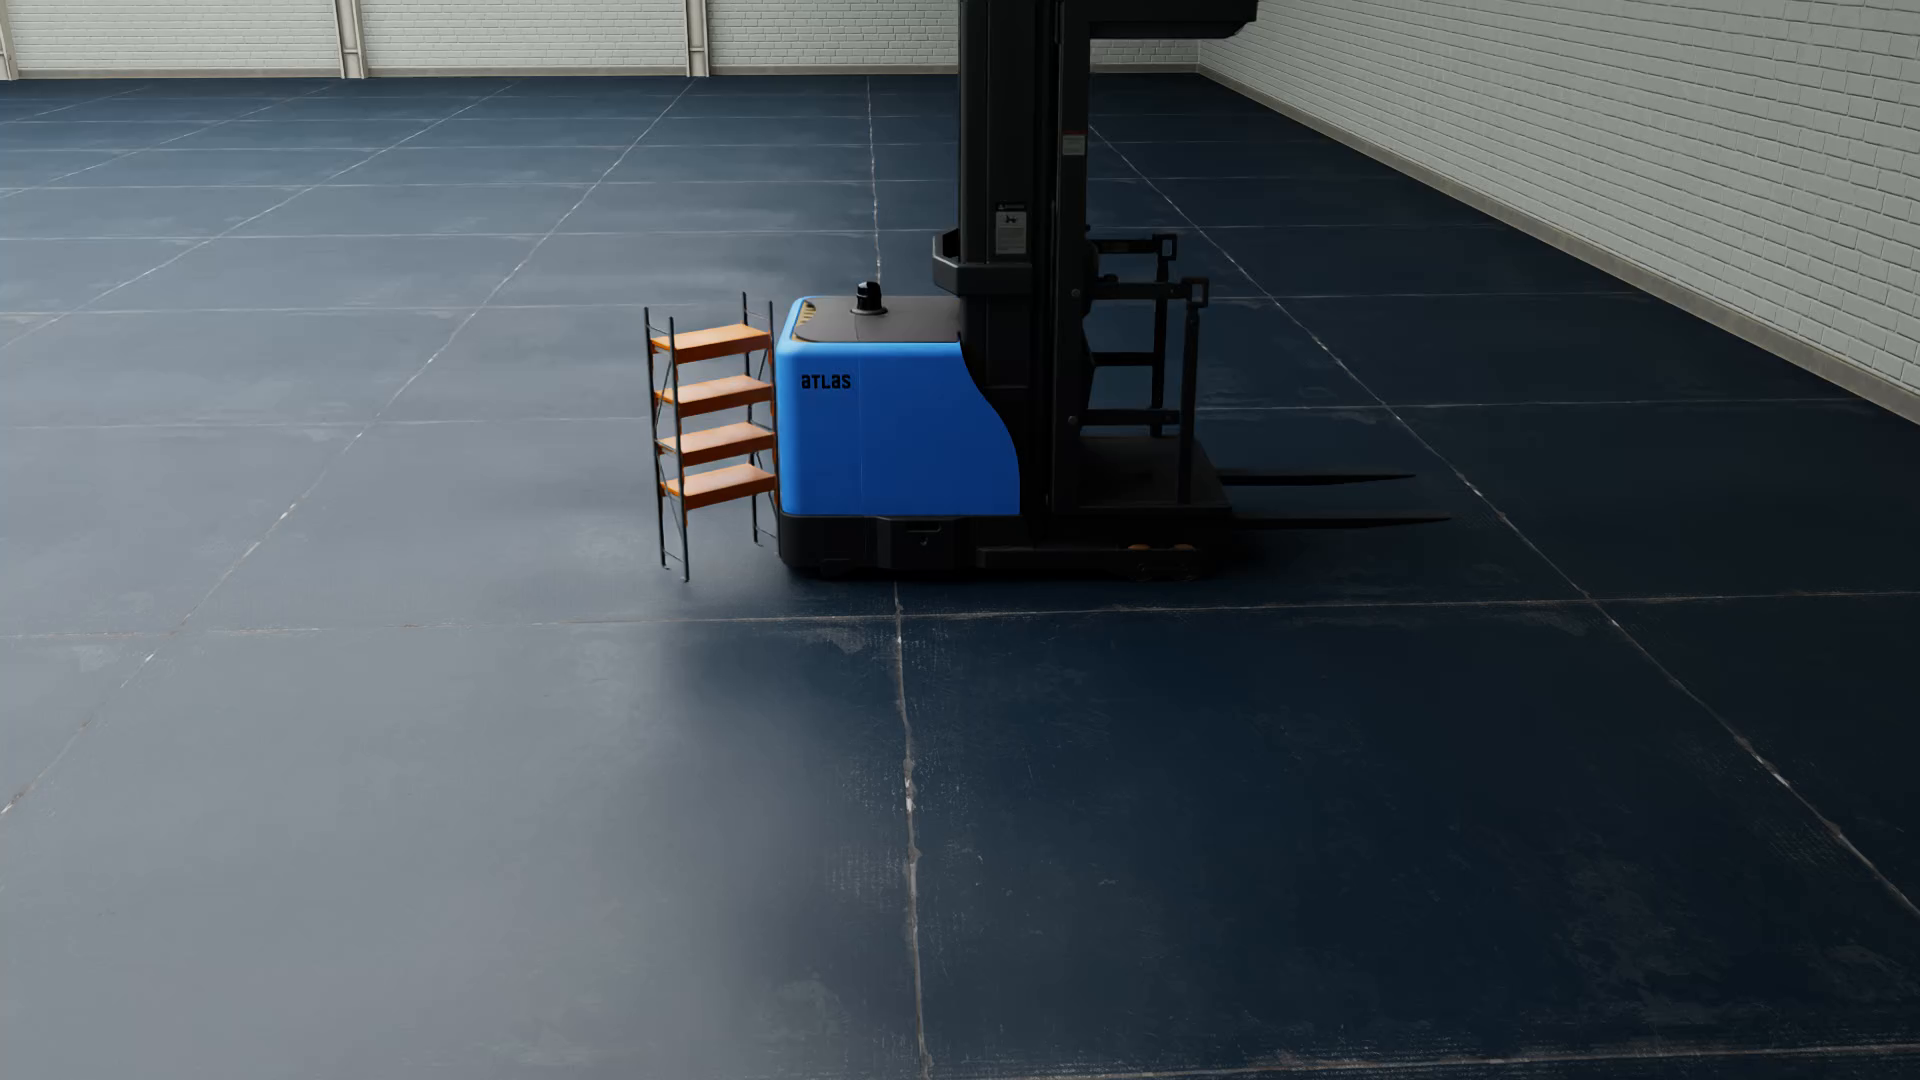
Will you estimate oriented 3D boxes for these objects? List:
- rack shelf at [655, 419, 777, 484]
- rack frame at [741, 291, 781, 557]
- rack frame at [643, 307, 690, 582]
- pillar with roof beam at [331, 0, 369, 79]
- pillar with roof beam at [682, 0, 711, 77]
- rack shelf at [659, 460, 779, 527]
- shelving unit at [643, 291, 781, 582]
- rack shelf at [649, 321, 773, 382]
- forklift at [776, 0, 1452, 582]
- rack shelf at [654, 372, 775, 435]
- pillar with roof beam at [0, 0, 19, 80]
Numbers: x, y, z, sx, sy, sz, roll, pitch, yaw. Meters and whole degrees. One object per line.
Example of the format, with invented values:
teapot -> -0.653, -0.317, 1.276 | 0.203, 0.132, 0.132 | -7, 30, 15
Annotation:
rack shelf -> -1.092, -0.399, 7.441 | 0.480, 0.148, 0.258 | -16, 26, -35
rack frame -> -0.899, -0.515, 7.557 | 0.015, 1.200, 0.240 | -16, 26, -35
rack frame -> -1.284, -0.409, 7.276 | 0.015, 1.200, 0.240 | -16, 26, -35
pillar with roof beam -> -10.391, -10.810, 23.636 | 0.400, 9.000, 9.100 | -1, 21, -3
pillar with roof beam -> -4.401, -10.932, 23.956 | 0.400, 9.000, 9.100 | -1, 21, -3
rack shelf -> -1.092, -0.214, 7.511 | 0.480, 0.148, 0.258 | -16, 26, -35
shelving unit -> -1.092, -0.462, 7.417 | 0.503, 1.200, 0.258 | -16, 26, -35
rack shelf -> -1.092, -0.829, 7.277 | 0.480, 0.148, 0.258 | -16, 26, -35
forklift -> 0.709, -1.373, 7.375 | 3.031, 2.935, 1.130 | 0, 21, -1
rack shelf -> -1.092, -0.608, 7.361 | 0.480, 0.148, 0.258 | -16, 26, -35
pillar with roof beam -> -16.381, -10.689, 23.316 | 0.400, 9.000, 9.100 | -1, 21, -3
